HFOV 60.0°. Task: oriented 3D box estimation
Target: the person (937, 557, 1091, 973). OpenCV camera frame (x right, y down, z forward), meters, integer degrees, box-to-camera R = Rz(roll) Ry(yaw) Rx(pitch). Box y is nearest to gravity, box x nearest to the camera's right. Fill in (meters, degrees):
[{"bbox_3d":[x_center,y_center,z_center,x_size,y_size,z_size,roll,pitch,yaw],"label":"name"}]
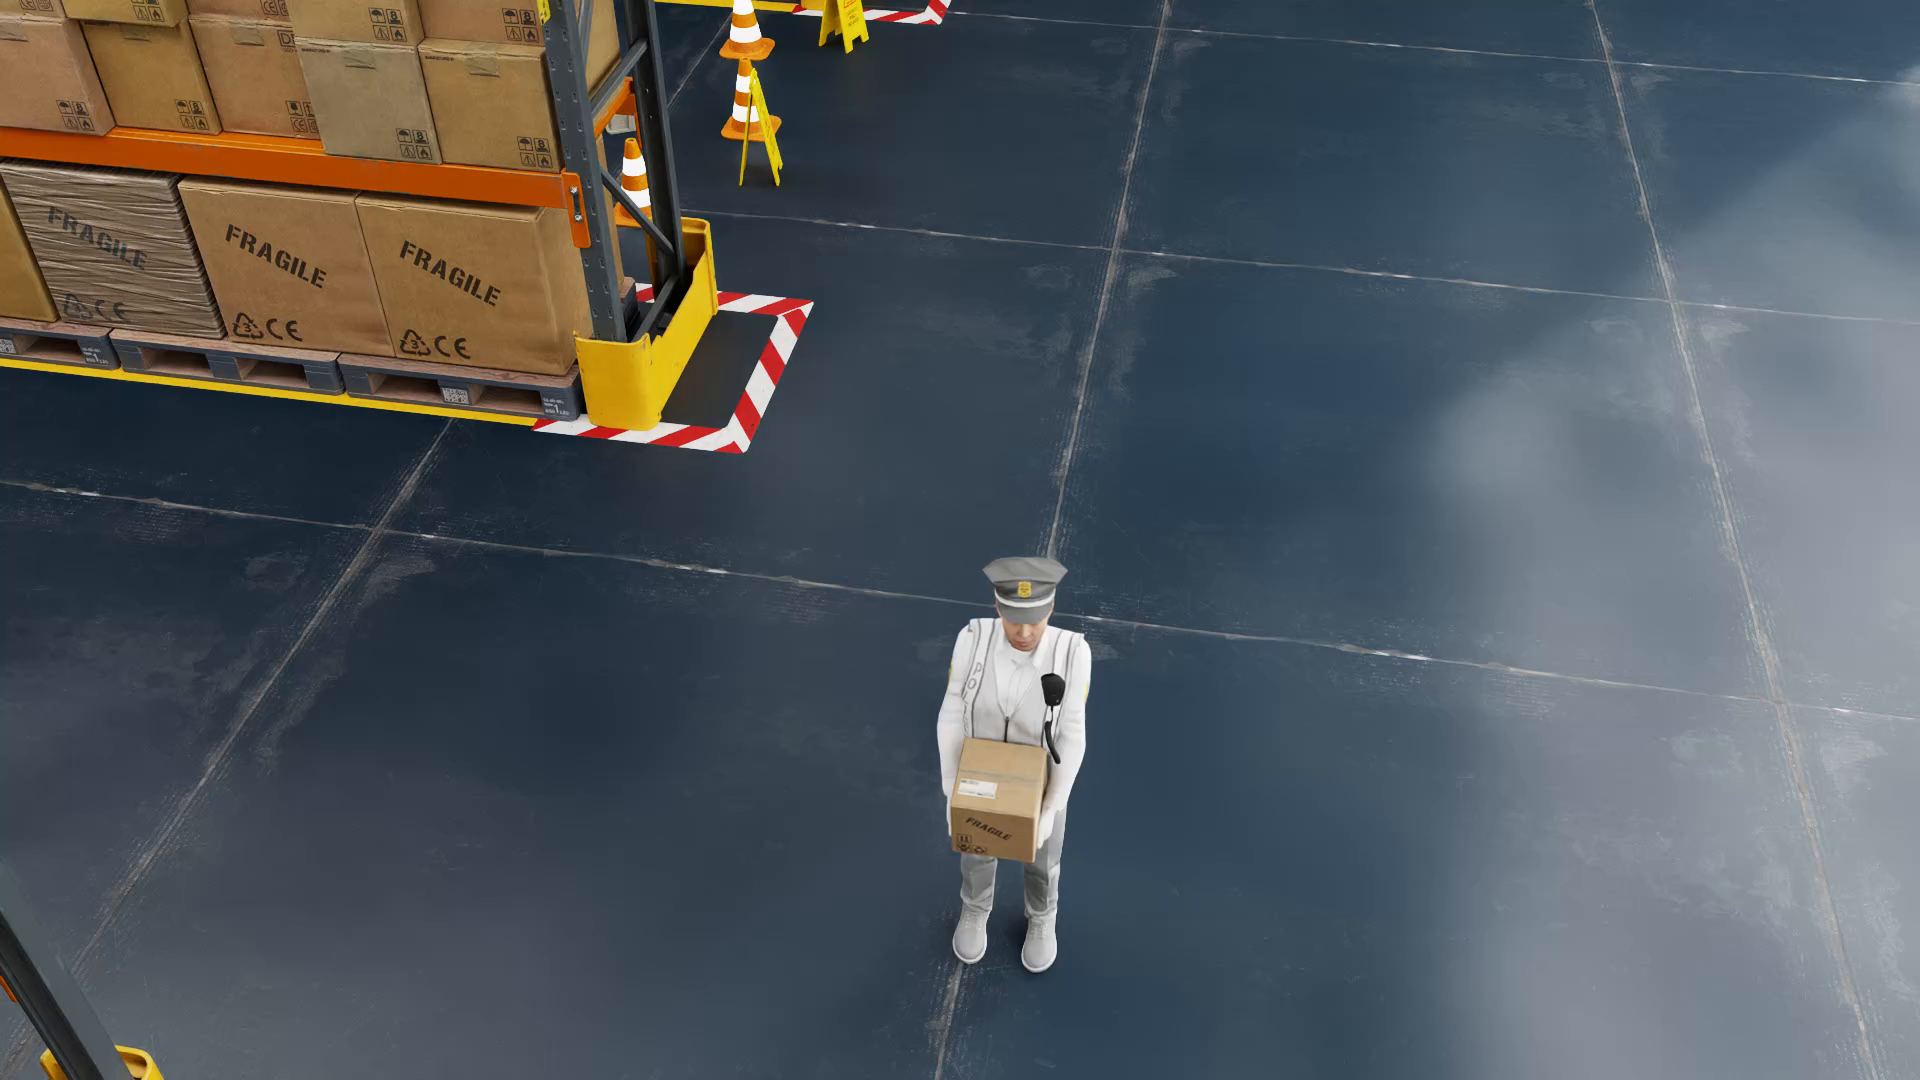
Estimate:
[{"bbox_3d":[0.154,0.778,5.239,0.460,1.689,0.536,7,41,8],"label":"person"}]
